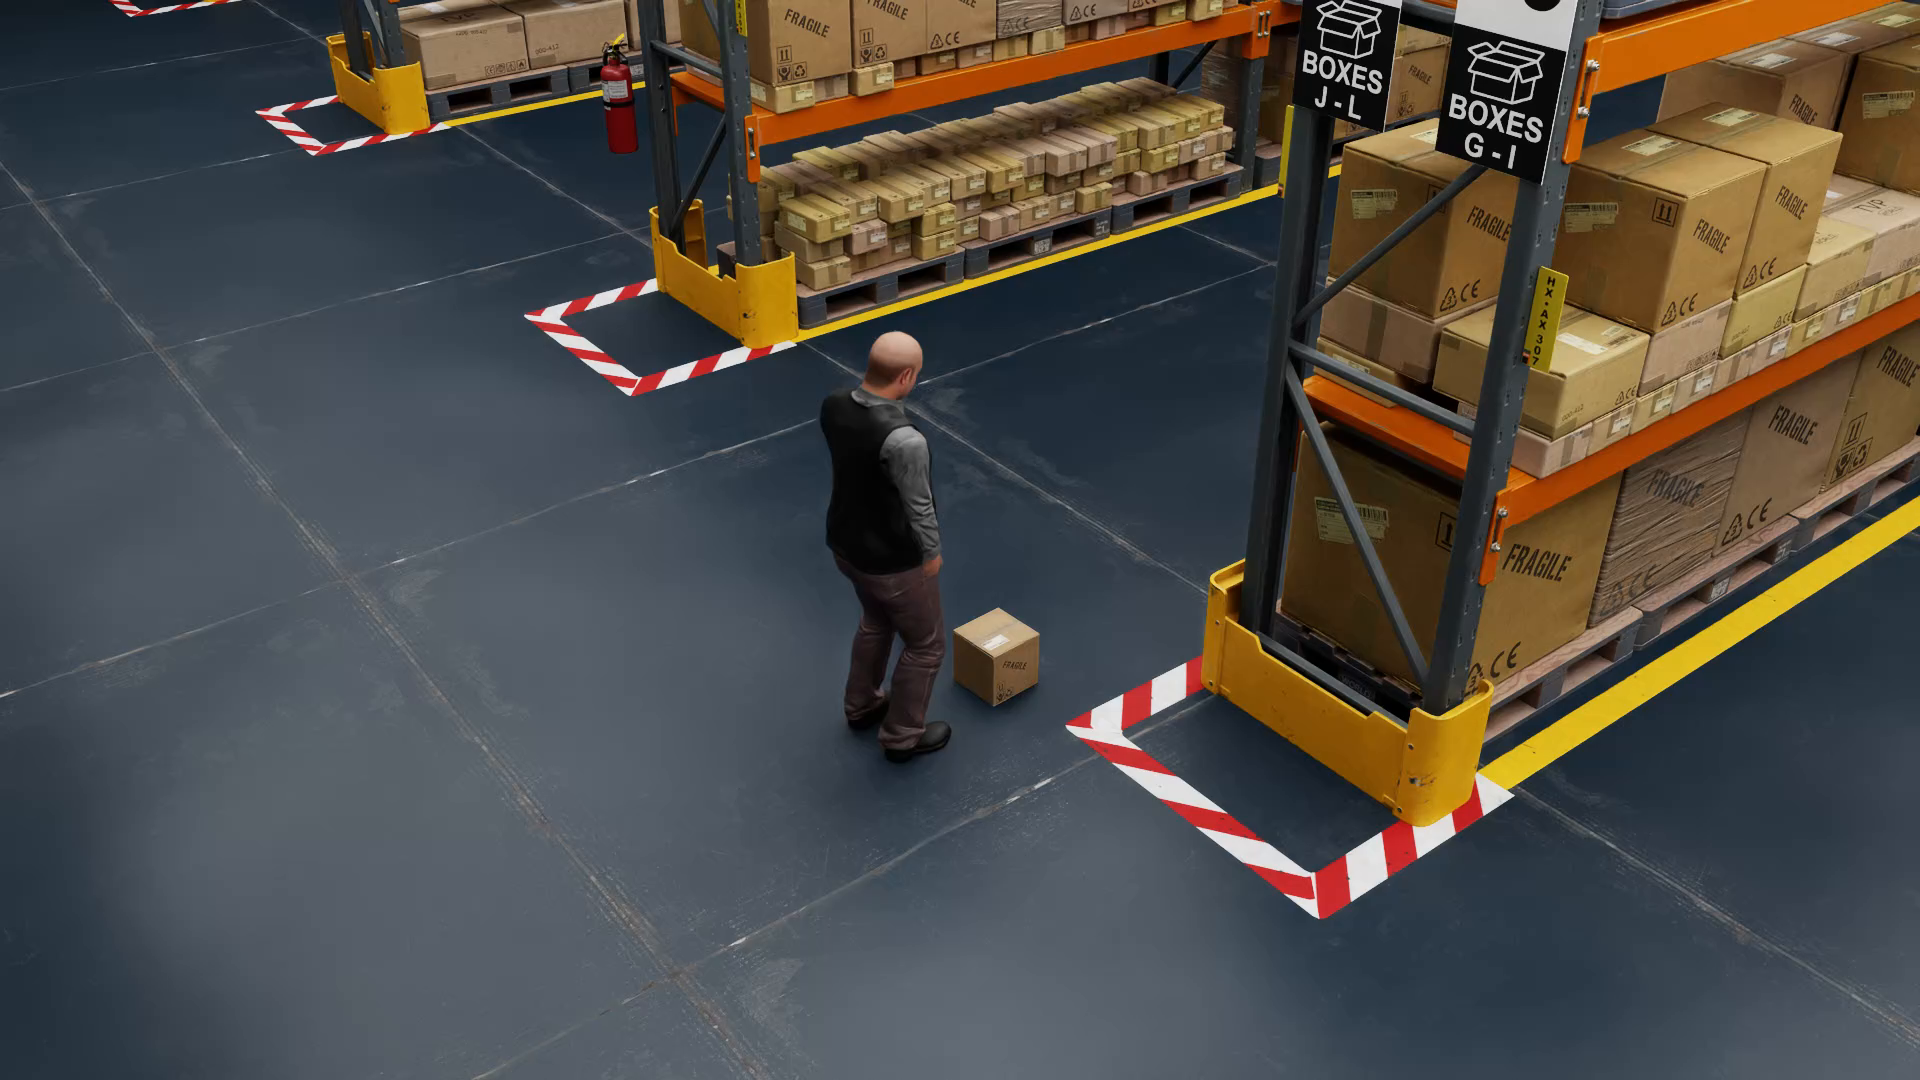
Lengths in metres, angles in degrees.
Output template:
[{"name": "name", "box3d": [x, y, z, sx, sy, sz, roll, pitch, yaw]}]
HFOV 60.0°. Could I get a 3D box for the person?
[{"name": "person", "box3d": [-0.282, 0.030, 6.148, 0.390, 1.692, 0.549, -21, 38, -30]}]
